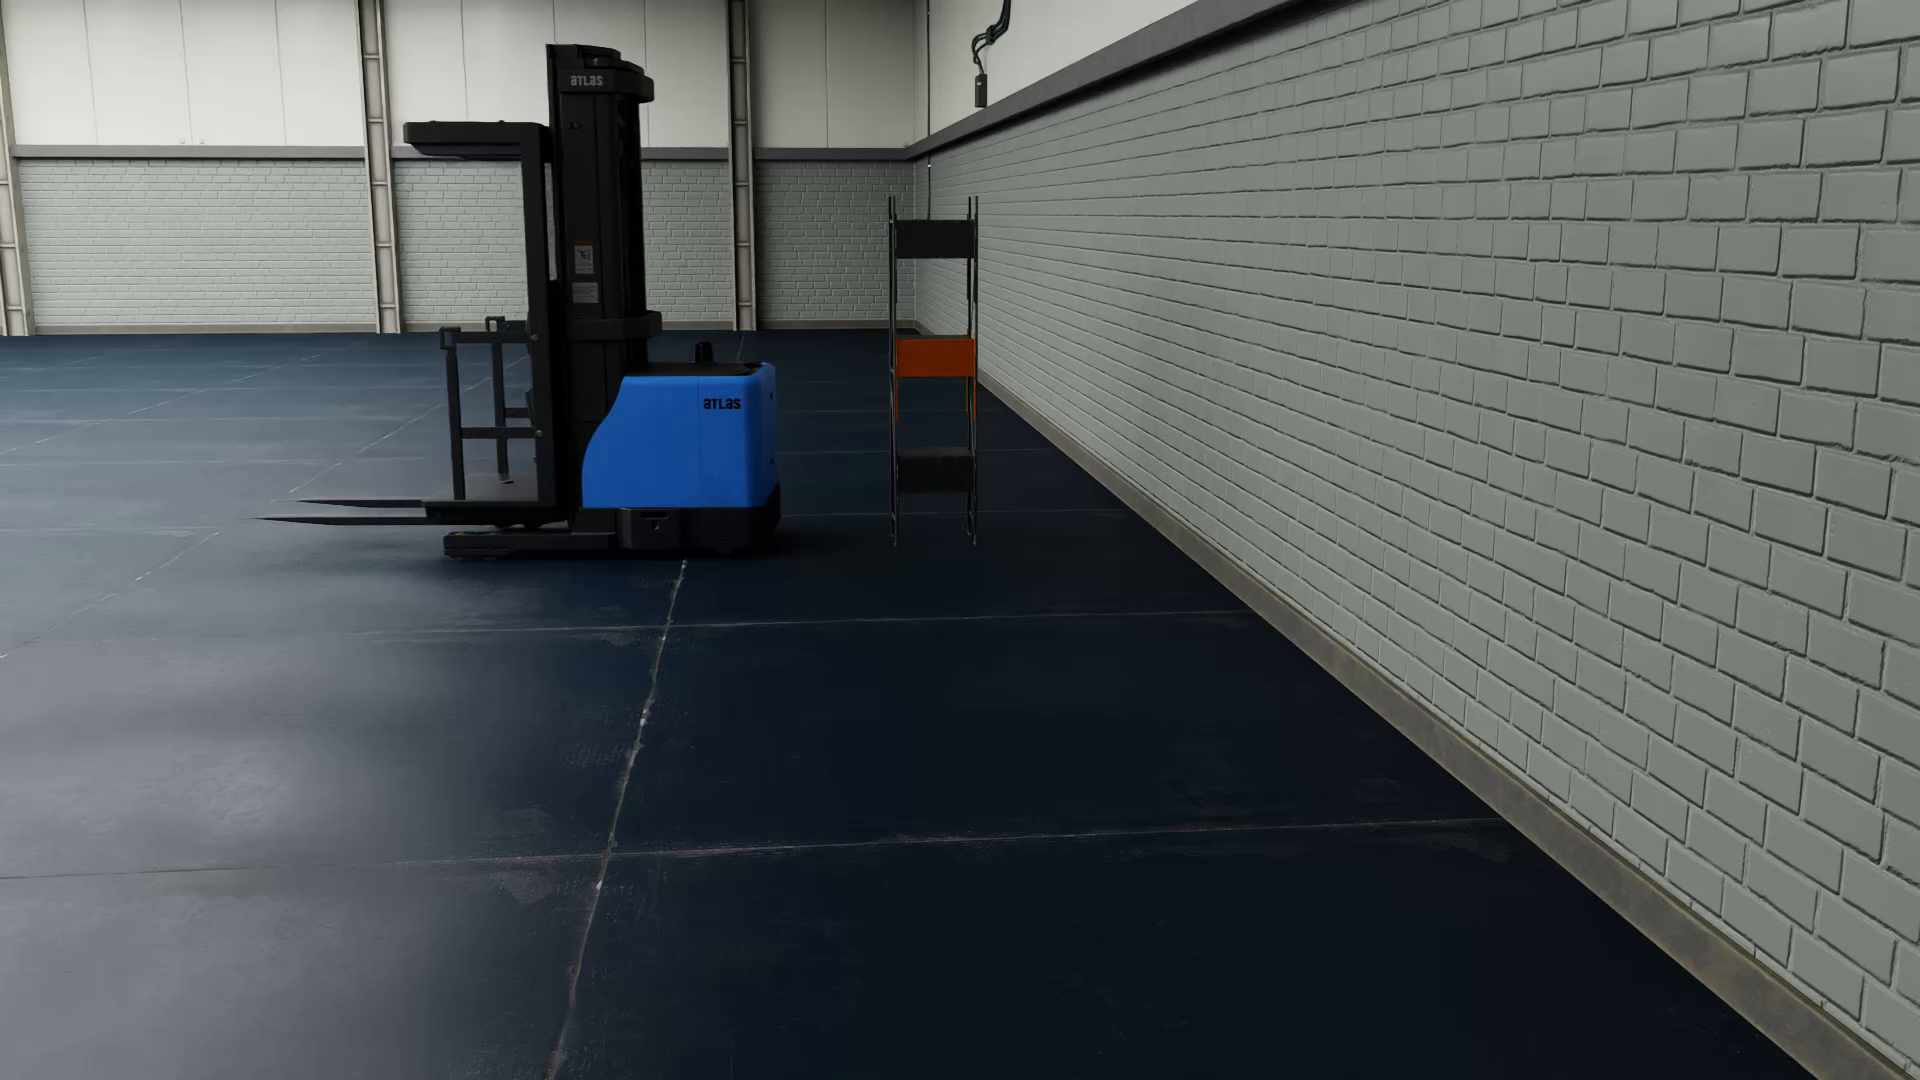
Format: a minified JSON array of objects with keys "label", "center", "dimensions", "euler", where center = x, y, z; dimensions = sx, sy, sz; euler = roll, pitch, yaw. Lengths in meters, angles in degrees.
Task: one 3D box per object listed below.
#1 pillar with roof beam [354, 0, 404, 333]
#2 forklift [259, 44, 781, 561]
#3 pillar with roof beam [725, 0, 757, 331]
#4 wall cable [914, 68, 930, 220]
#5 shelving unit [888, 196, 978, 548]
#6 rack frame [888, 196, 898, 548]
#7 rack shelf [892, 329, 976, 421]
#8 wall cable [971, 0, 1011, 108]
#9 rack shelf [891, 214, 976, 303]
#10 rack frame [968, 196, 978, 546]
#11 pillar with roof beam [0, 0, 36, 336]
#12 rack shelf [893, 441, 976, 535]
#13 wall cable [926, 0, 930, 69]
[{"label":"pillar with roof beam","center":[-9.249,-7.129,23.303],"dimensions":[0.400,9.000,9.100],"euler":[-1,11,-6]},{"label":"forklift","center":[-2.662,-1.419,9.986],"dimensions":[3.031,2.935,1.130],"euler":[0,11,-1]},{"label":"pillar with roof beam","center":[-3.284,-7.254,23.939],"dimensions":[0.400,9.000,9.100],"euler":[-1,11,-6]},{"label":"wall cable","center":[-0.677,-6.364,27.460],"dimensions":[0.112,2.526,3.097],"euler":[-1,11,-6]},{"label":"shelving unit","center":[-0.165,-1.027,10.148],"dimensions":[0.503,2.100,0.431],"euler":[-1,11,-6]},{"label":"rack frame","center":[-0.407,-1.022,10.122],"dimensions":[0.015,2.100,0.400],"euler":[-1,11,-6]},{"label":"rack shelf","center":[-0.165,-1.013,10.151],"dimensions":[0.480,0.518,0.431],"euler":[-1,11,-6]},{"label":"wall cable","center":[0.332,-7.735,17.570],"dimensions":[0.169,6.003,2.305],"euler":[-1,11,-6]},{"label":"rack shelf","center":[-0.165,-1.700,10.016],"dimensions":[0.480,0.518,0.431],"euler":[-1,11,-6]},{"label":"rack frame","center":[0.078,-1.032,10.174],"dimensions":[0.015,2.100,0.400],"euler":[-1,11,-6]},{"label":"pillar with roof beam","center":[-15.214,-7.004,22.667],"dimensions":[0.400,9.000,9.100],"euler":[-1,11,-6]},{"label":"rack shelf","center":[-0.165,-0.327,10.286],"dimensions":[0.480,0.518,0.431],"euler":[-1,11,-6]},{"label":"wall cable","center":[-0.385,-8.323,24.334],"dimensions":[0.112,2.526,3.097],"euler":[-1,11,-6]}]
